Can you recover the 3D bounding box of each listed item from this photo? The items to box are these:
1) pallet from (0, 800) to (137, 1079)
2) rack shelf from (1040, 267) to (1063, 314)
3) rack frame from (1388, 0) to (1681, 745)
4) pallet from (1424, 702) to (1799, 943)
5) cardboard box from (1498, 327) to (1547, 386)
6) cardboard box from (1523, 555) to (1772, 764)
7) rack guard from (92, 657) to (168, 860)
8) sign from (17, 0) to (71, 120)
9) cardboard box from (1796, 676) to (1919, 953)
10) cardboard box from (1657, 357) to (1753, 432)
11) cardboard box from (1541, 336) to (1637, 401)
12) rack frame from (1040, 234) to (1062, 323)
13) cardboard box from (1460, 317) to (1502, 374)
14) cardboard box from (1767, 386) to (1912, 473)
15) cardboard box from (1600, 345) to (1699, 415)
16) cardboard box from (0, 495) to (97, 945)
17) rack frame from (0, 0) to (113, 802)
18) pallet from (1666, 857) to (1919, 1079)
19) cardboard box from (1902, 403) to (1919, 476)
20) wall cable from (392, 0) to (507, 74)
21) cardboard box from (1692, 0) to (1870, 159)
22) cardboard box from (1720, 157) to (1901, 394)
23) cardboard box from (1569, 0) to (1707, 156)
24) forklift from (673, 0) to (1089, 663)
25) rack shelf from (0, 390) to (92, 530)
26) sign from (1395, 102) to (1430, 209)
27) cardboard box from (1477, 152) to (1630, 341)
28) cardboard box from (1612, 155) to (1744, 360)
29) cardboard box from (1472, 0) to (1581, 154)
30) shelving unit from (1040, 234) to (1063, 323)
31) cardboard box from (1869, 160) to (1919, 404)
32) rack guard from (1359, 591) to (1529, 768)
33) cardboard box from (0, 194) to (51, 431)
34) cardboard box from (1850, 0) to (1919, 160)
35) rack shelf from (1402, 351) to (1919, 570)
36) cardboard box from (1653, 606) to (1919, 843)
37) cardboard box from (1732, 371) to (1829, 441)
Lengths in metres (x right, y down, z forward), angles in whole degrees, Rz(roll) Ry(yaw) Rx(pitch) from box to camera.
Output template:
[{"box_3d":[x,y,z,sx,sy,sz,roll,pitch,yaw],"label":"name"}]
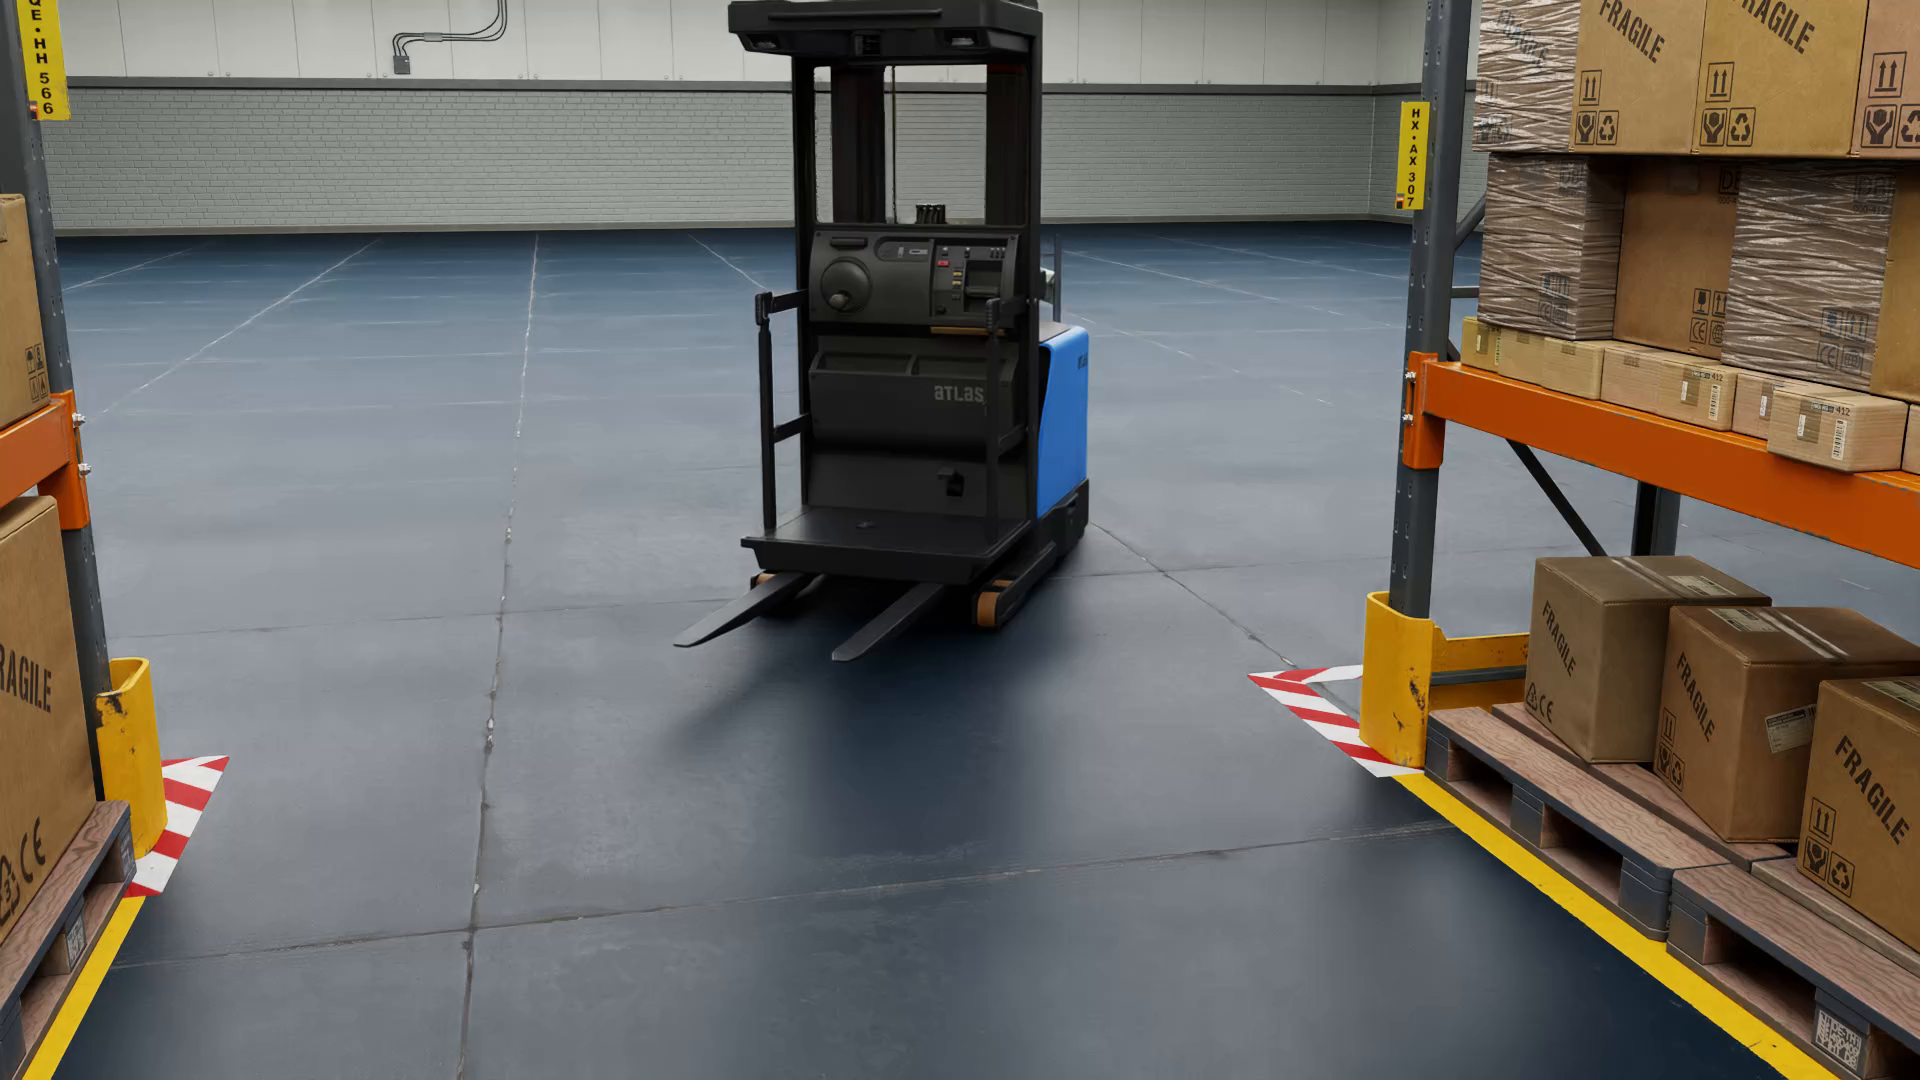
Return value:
[{"box_3d":[-2.644,0.984,3.954,1.003,0.211,1.213,-3,14,-13],"label":"pallet"},{"box_3d":[0.251,-1.289,8.897,0.431,0.370,0.720,-3,14,-11],"label":"rack shelf"},{"box_3d":[1.937,-0.804,5.396,1.000,3.000,0.127,-3,14,-13],"label":"rack frame"},{"box_3d":[2.112,0.758,4.880,1.003,0.211,1.213,-3,14,-13],"label":"pallet"},{"box_3d":[1.813,-0.544,4.862,0.380,0.149,0.250,-3,14,-13],"label":"cardboard box"},{"box_3d":[2.068,0.352,5.049,0.500,0.500,0.500,-1,14,-3],"label":"cardboard box"},{"box_3d":[-2.913,0.658,4.679,1.175,0.500,0.348,-3,14,-13],"label":"rack guard"},{"box_3d":[-2.377,-1.255,4.305,0.100,0.325,0.005,-3,14,-13],"label":"sign"},{"box_3d":[2.370,0.633,3.897,0.500,0.500,0.500,-2,14,-8],"label":"cardboard box"},{"box_3d":[1.987,-0.371,4.153,0.380,0.149,0.250,-3,14,-13],"label":"cardboard box"},{"box_3d":[1.857,-0.485,4.622,0.380,0.149,0.250,-3,14,-13],"label":"cardboard box"},{"box_3d":[0.322,-0.824,8.641,0.400,1.500,0.023,-3,14,-11],"label":"rack frame"},{"box_3d":[1.773,-0.603,5.102,0.380,0.149,0.250,-3,14,-13],"label":"cardboard box"},{"box_3d":[2.031,-0.251,3.664,0.380,0.149,0.250,-3,14,-13],"label":"cardboard box"},{"box_3d":[1.936,-0.429,4.391,0.380,0.149,0.250,-3,14,-13],"label":"cardboard box"},{"box_3d":[-2.684,0.430,3.937,0.875,0.875,0.875,-3,14,-13],"label":"cardboard box"},{"box_3d":[-2.908,-0.550,4.360,1.000,3.000,0.127,-3,14,-13],"label":"rack frame"},{"box_3d":[2.395,1.039,3.730,1.003,0.211,1.213,-3,14,-13],"label":"pallet"},{"box_3d":[2.218,-0.201,3.458,0.380,0.149,0.250,-3,14,-13],"label":"cardboard box"},{"box_3d":[-10.453,-12.529,33.583,2.305,6.003,0.169,-3,14,-13],"label":"wall cable"},{"box_3d":[2.031,-1.109,3.703,0.500,0.500,0.500,-3,14,-13],"label":"cardboard box"},{"box_3d":[2.349,-0.642,3.897,0.875,0.500,0.500,-3,14,-13],"label":"cardboard box"},{"box_3d":[1.912,-1.225,4.175,0.500,0.500,0.500,-3,14,-13],"label":"cardboard box"},{"box_3d":[-0.265,-1.152,6.968,1.130,2.935,3.031,4,14,17],"label":"forklift"},{"box_3d":[-2.438,0.260,2.557,1.077,0.370,4.000,-3,14,-13],"label":"rack shelf"},{"box_3d":[1.410,-1.194,5.169,0.100,0.325,0.005,-3,14,-13],"label":"sign"},{"box_3d":[2.040,-0.868,4.823,0.875,0.500,0.500,-3,14,-13],"label":"cardboard box"},{"box_3d":[2.274,-0.760,4.378,0.875,0.500,0.500,-3,14,-13],"label":"cardboard box"},{"box_3d":[1.802,-1.340,4.649,0.500,0.500,0.500,-3,14,-13],"label":"cardboard box"},{"box_3d":[0.251,-0.910,8.990,0.431,1.500,0.755,-3,14,-11],"label":"shelving unit"},{"box_3d":[2.455,-0.526,3.422,0.875,0.500,0.500,-3,14,-13],"label":"cardboard box"},{"box_3d":[1.955,0.428,5.621,1.175,0.500,0.348,-3,14,-13],"label":"rack guard"},{"box_3d":[-2.776,-0.540,4.002,0.875,0.550,0.550,-3,14,-13],"label":"cardboard box"},{"box_3d":[2.154,-0.994,3.232,0.500,0.500,0.500,-3,14,-13],"label":"cardboard box"},{"box_3d":[2.407,0.007,3.593,1.077,0.370,4.000,-3,14,-13],"label":"rack shelf"},{"box_3d":[2.241,0.488,4.493,0.500,0.500,0.500,0,14,2],"label":"cardboard box"},{"box_3d":[2.073,-0.315,3.924,0.380,0.149,0.250,-3,14,-13],"label":"cardboard box"}]
